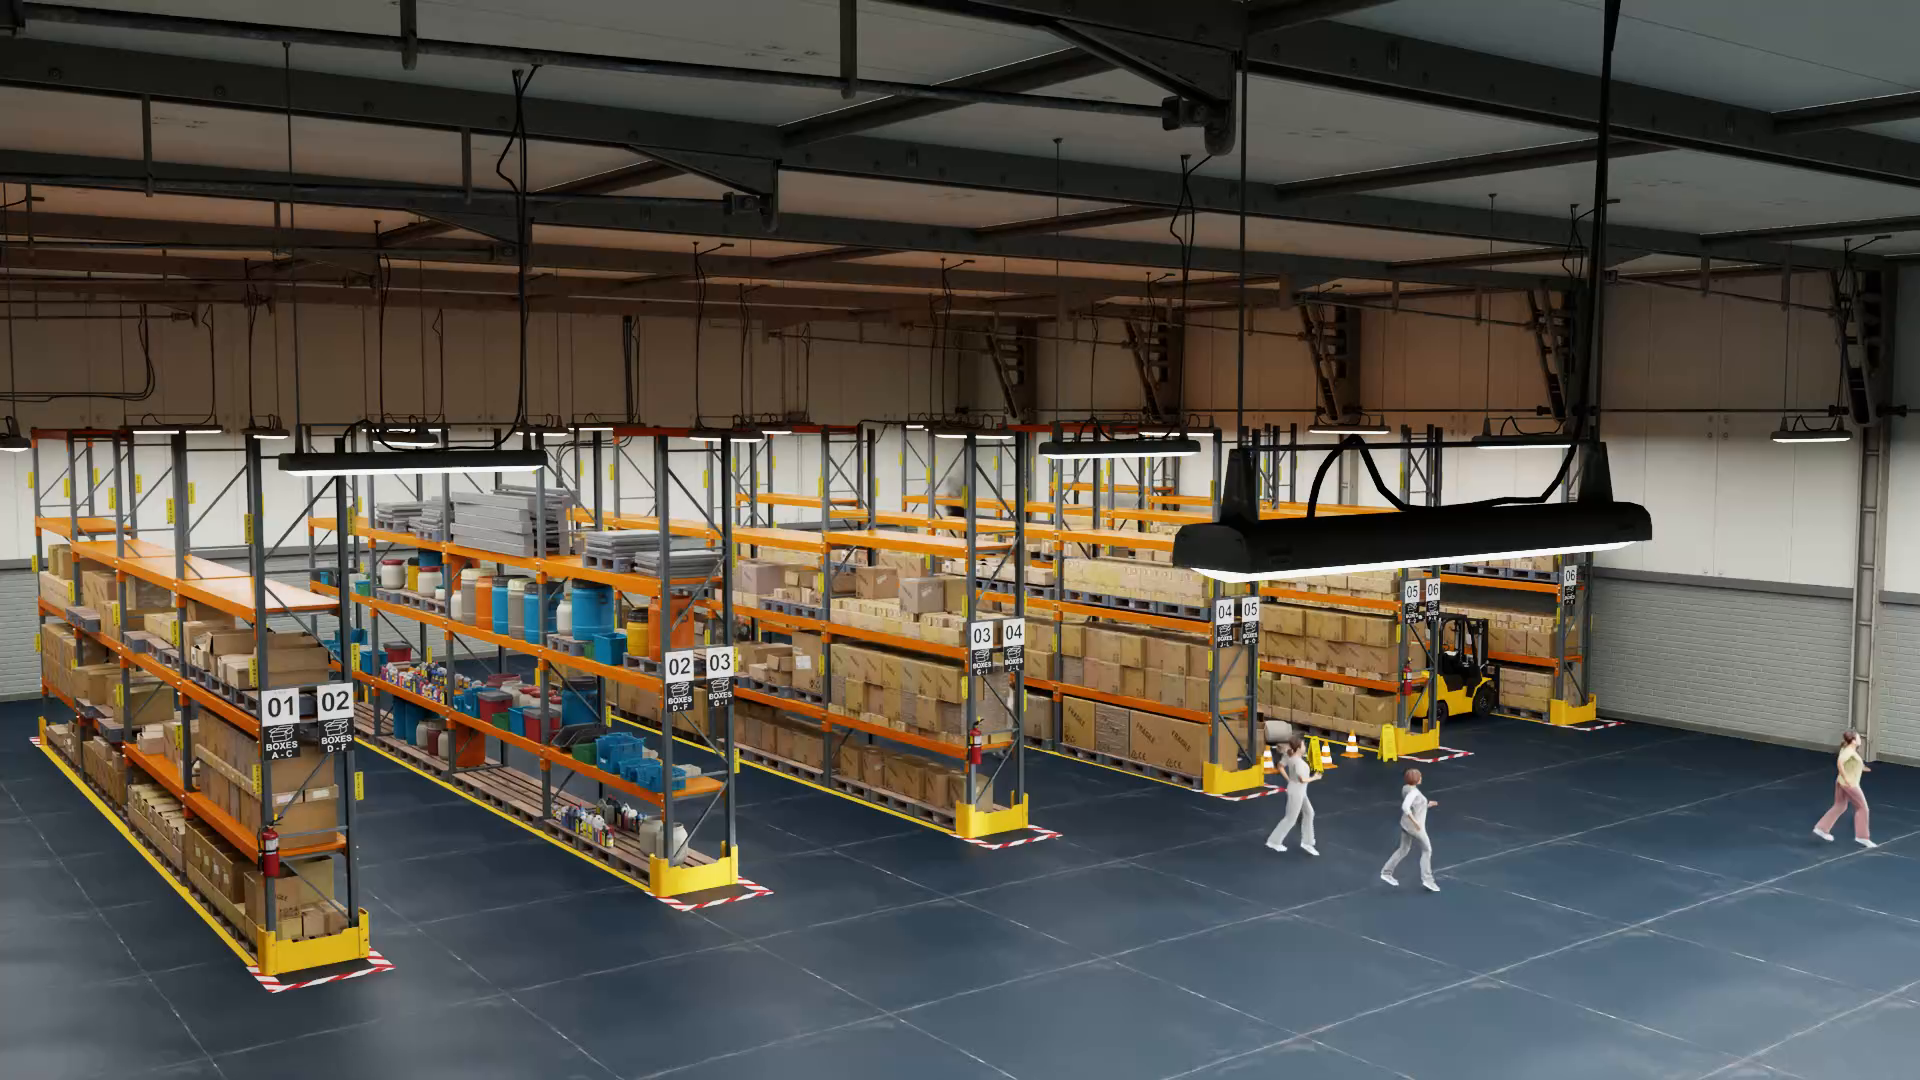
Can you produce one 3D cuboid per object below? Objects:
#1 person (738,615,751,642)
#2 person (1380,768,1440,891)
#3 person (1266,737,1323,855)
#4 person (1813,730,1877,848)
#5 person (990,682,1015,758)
[{"bbox_3d":[-4.883,2.513,37.341,0.658,1.716,0.947,-3,5,-34],"label":"person"},{"bbox_3d":[5.919,3.804,21.816,0.783,1.631,0.518,-1,5,-10],"label":"person"},{"bbox_3d":[4.733,3.647,23.573,0.784,1.726,0.551,0,4,2],"label":"person"},{"bbox_3d":[12.869,3.597,24.163,0.839,1.703,0.569,1,5,7],"label":"person"},{"bbox_3d":[0.786,3.103,30.143,0.591,1.729,0.658,4,6,42],"label":"person"}]
